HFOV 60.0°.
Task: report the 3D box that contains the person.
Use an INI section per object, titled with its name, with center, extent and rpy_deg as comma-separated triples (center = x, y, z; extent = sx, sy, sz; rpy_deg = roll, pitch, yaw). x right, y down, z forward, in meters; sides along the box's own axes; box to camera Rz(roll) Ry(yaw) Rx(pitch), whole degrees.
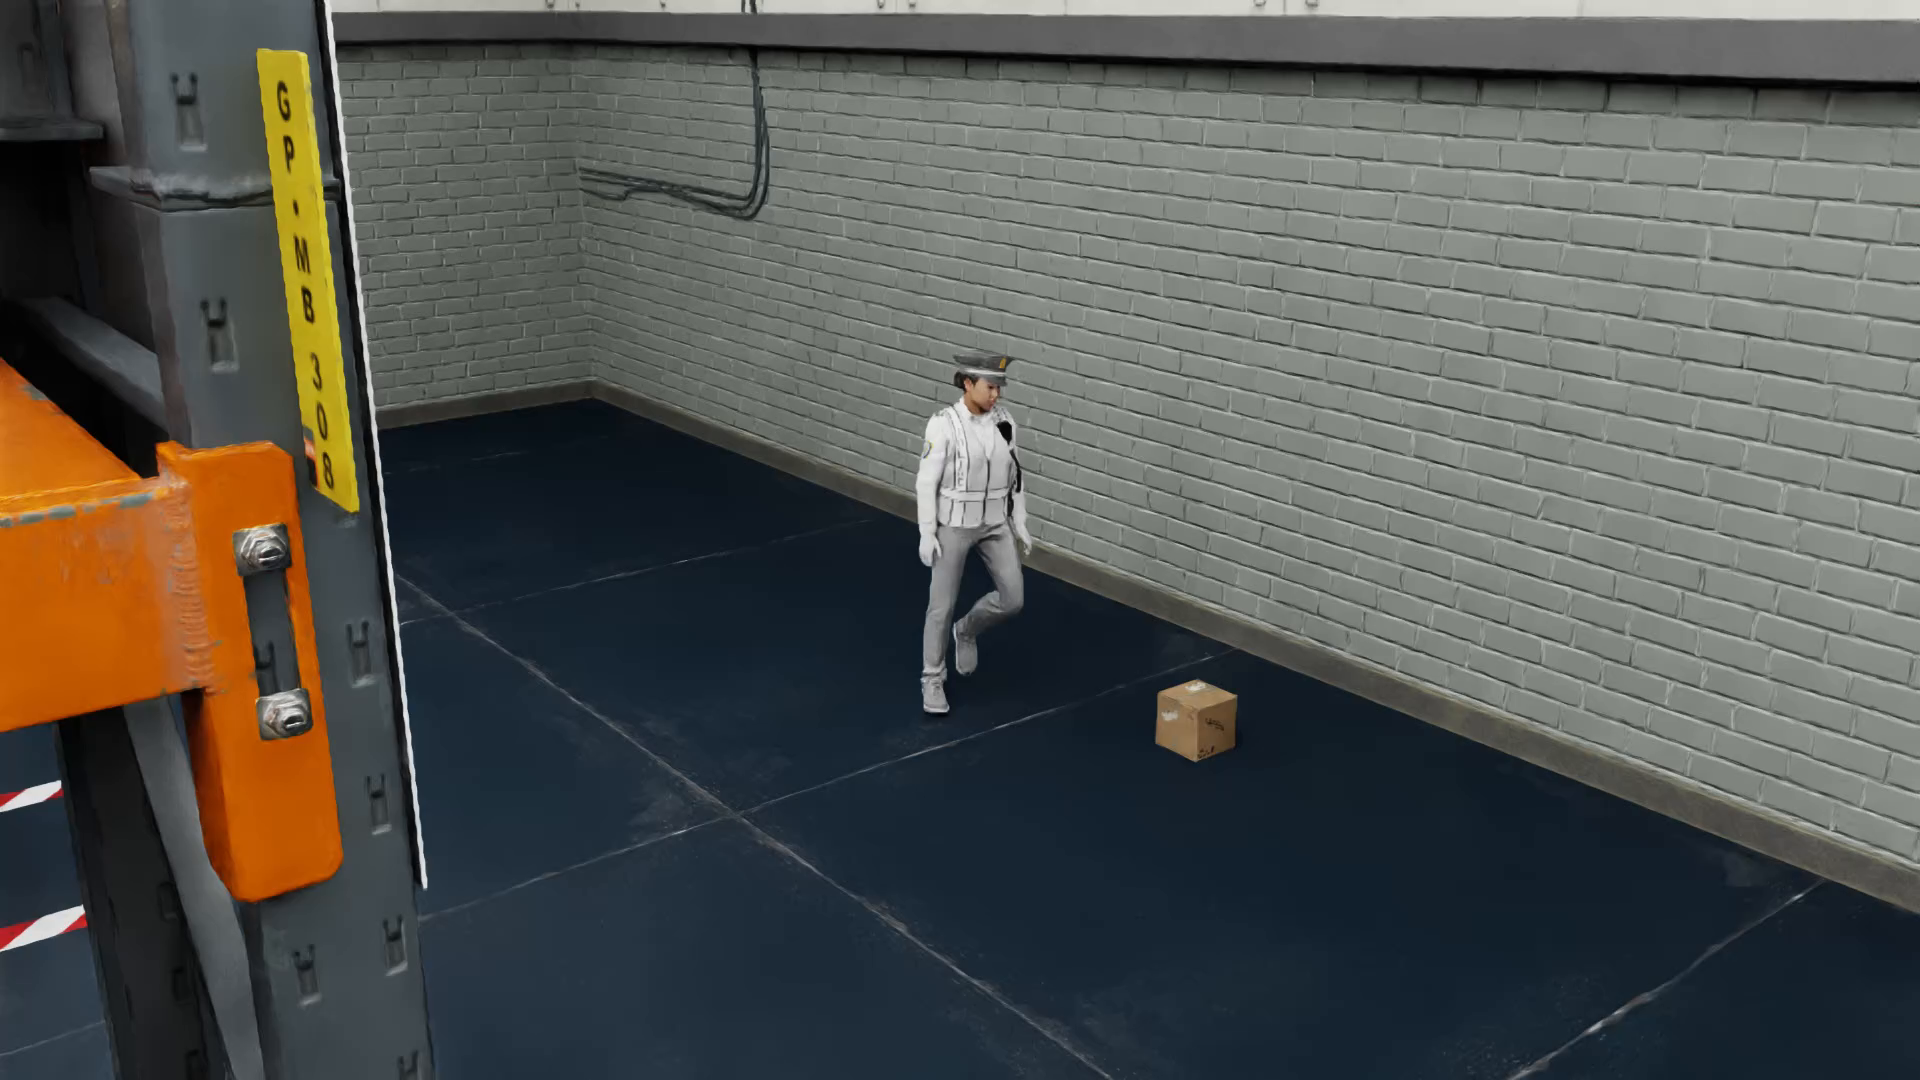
[person]
center = 0.033, -0.066, 7.699
extent = 0.563, 1.661, 0.466
rpy_deg = -9, 20, -25
